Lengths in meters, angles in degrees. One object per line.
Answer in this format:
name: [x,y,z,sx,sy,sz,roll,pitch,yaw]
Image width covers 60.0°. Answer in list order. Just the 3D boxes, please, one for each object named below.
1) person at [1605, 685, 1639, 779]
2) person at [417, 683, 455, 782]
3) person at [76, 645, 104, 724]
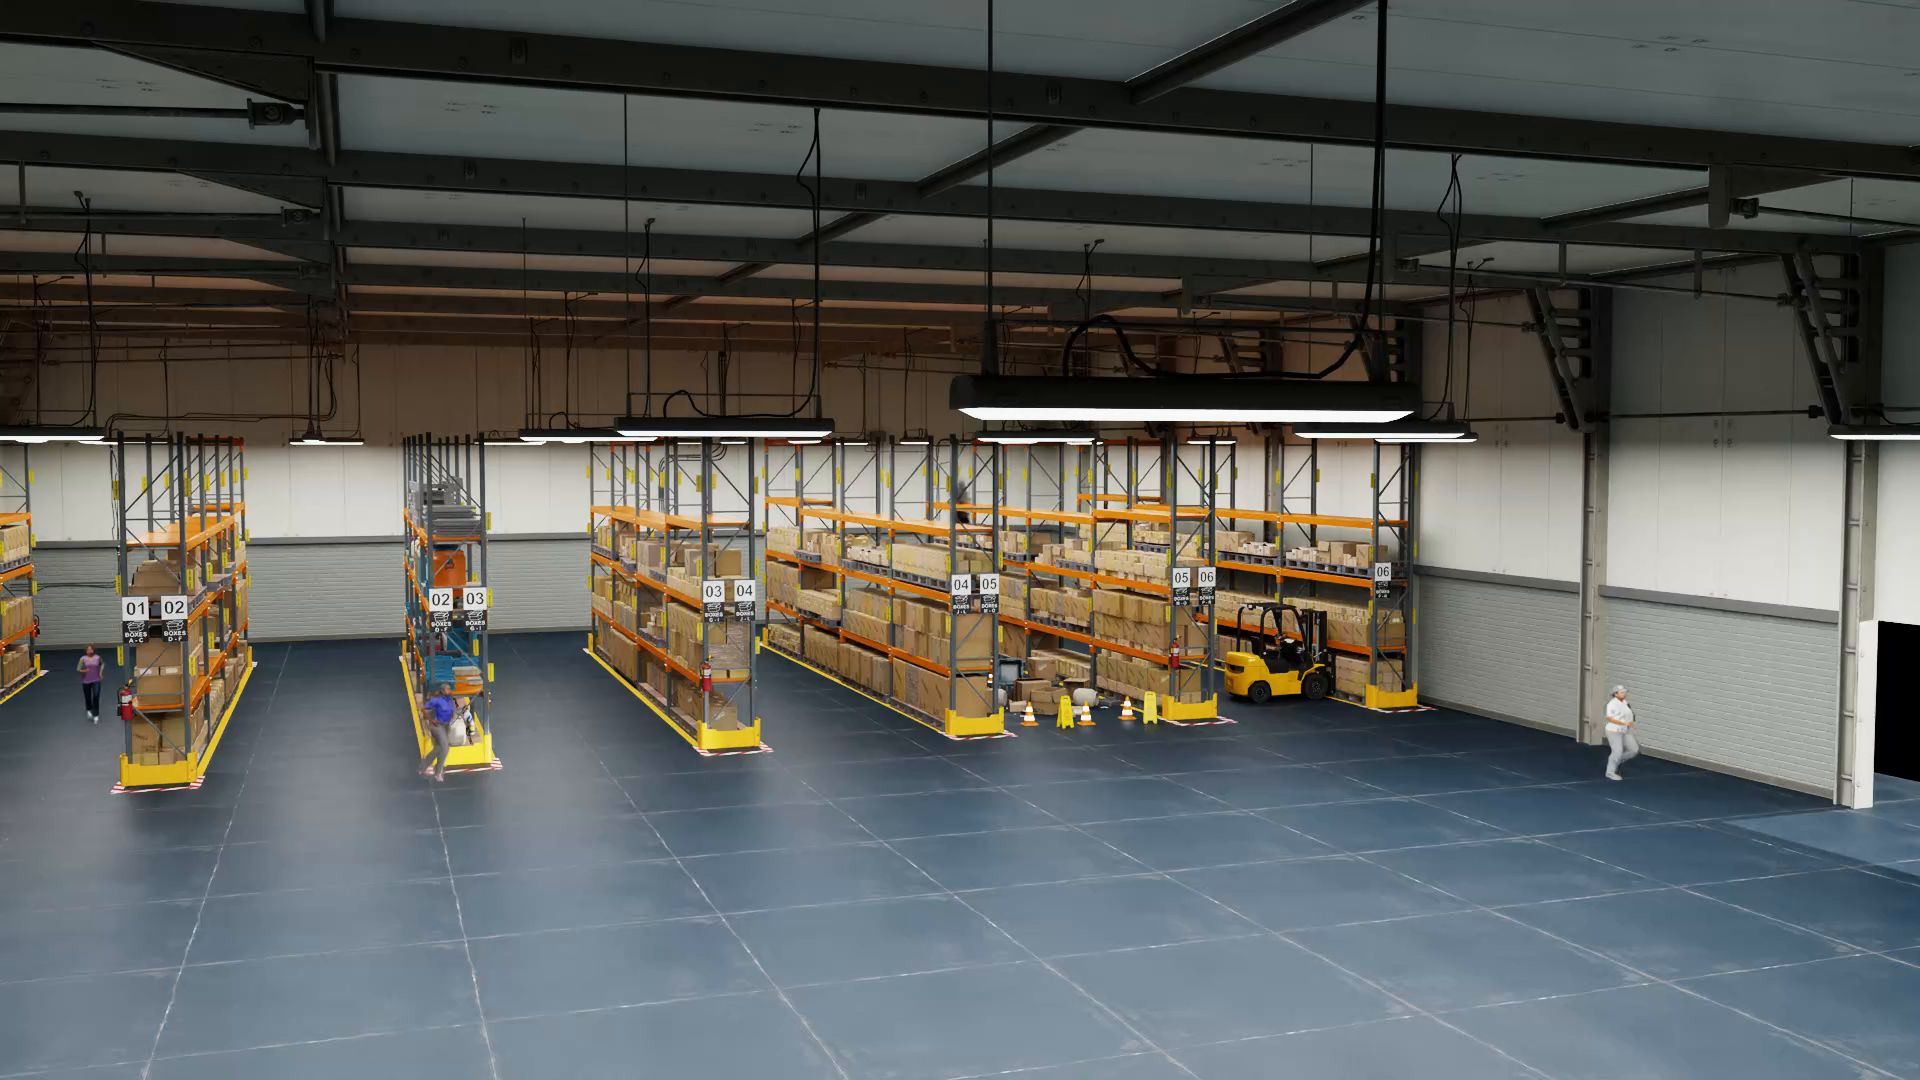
person: [11.412,3.318,28.658,0.595,1.628,0.557,-2,4,-33]
person: [-9.029,3.334,28.795,0.650,1.707,0.594,1,3,15]
person: [-18.095,2.977,34.627,0.531,1.607,0.838,-2,4,-30]
